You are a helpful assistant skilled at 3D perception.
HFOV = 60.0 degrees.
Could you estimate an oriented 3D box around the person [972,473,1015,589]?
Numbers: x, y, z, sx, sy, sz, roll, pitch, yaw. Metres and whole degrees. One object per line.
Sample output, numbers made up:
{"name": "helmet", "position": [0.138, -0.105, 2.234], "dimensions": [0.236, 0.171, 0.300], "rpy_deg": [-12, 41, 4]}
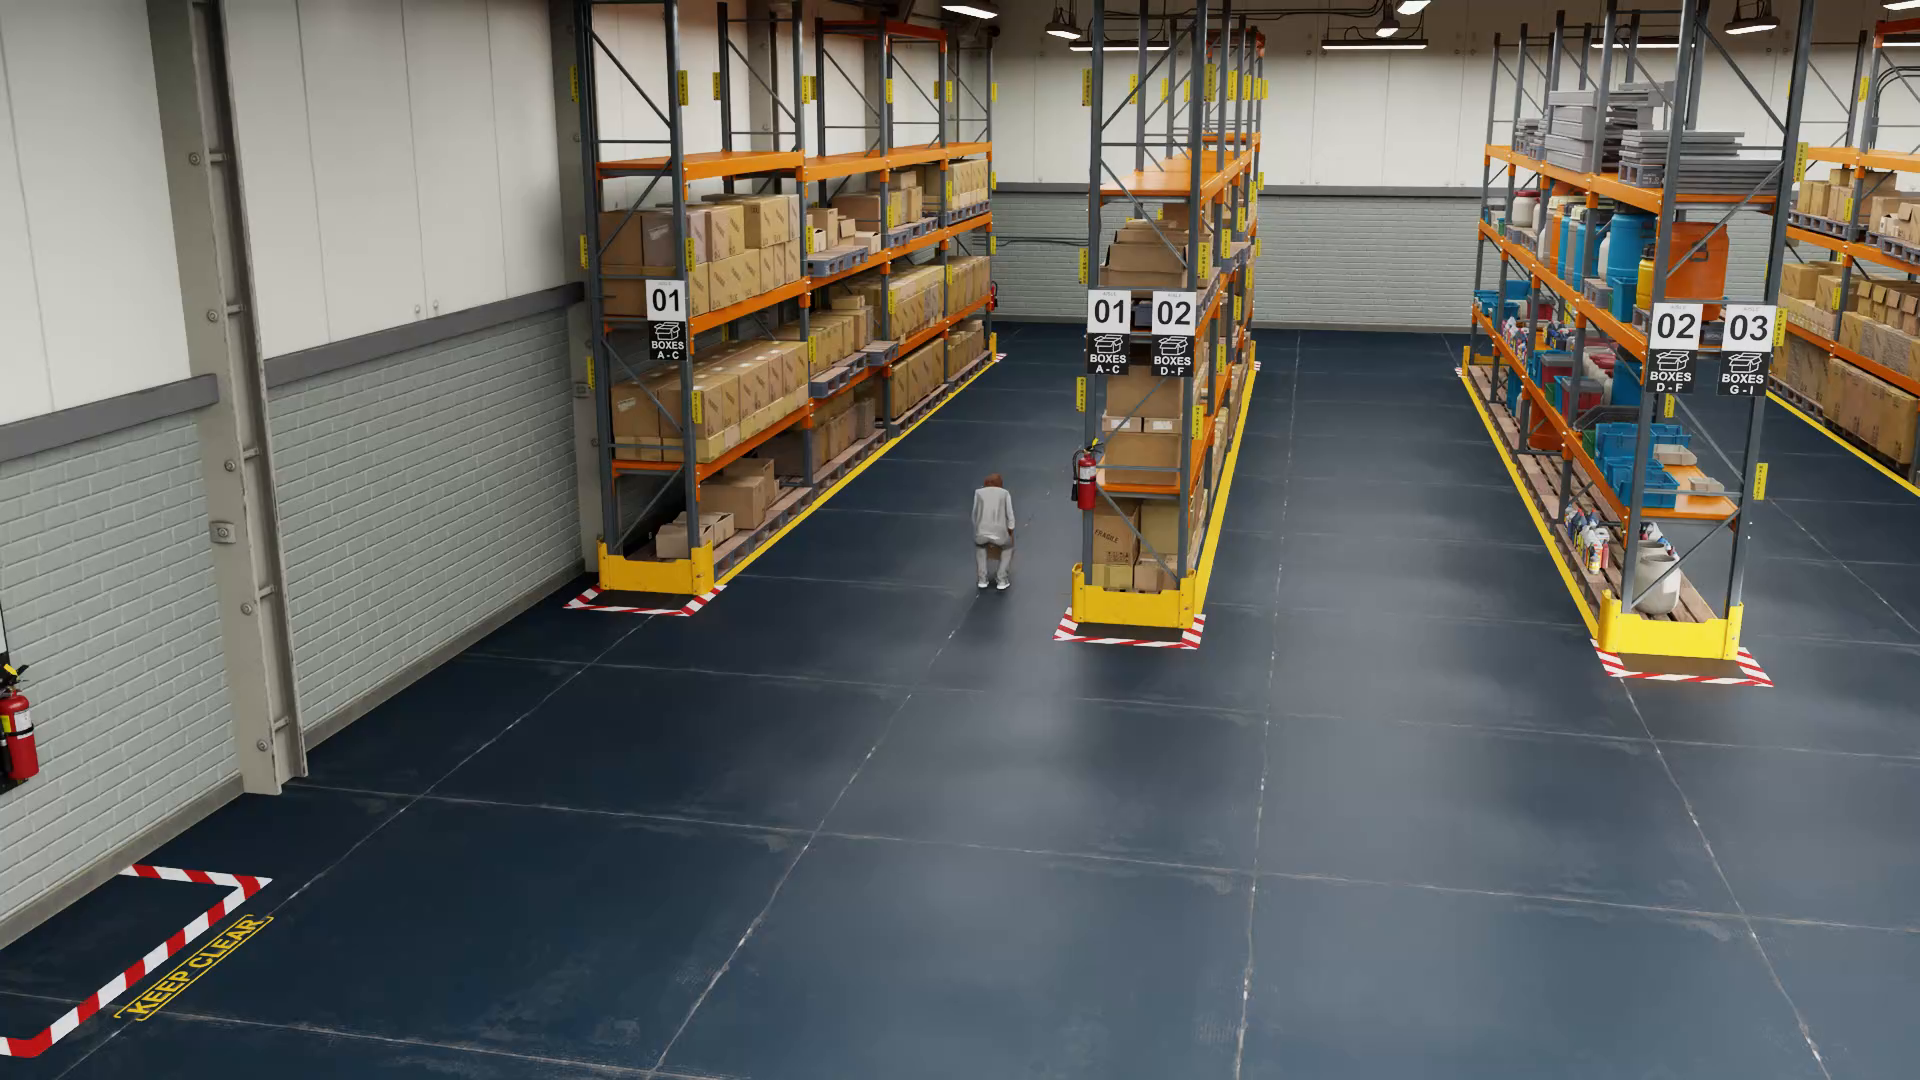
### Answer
{"name": "person", "position": [0.319, -0.080, 17.235], "dimensions": [0.464, 1.136, 0.730], "rpy_deg": [3, 15, 11]}
